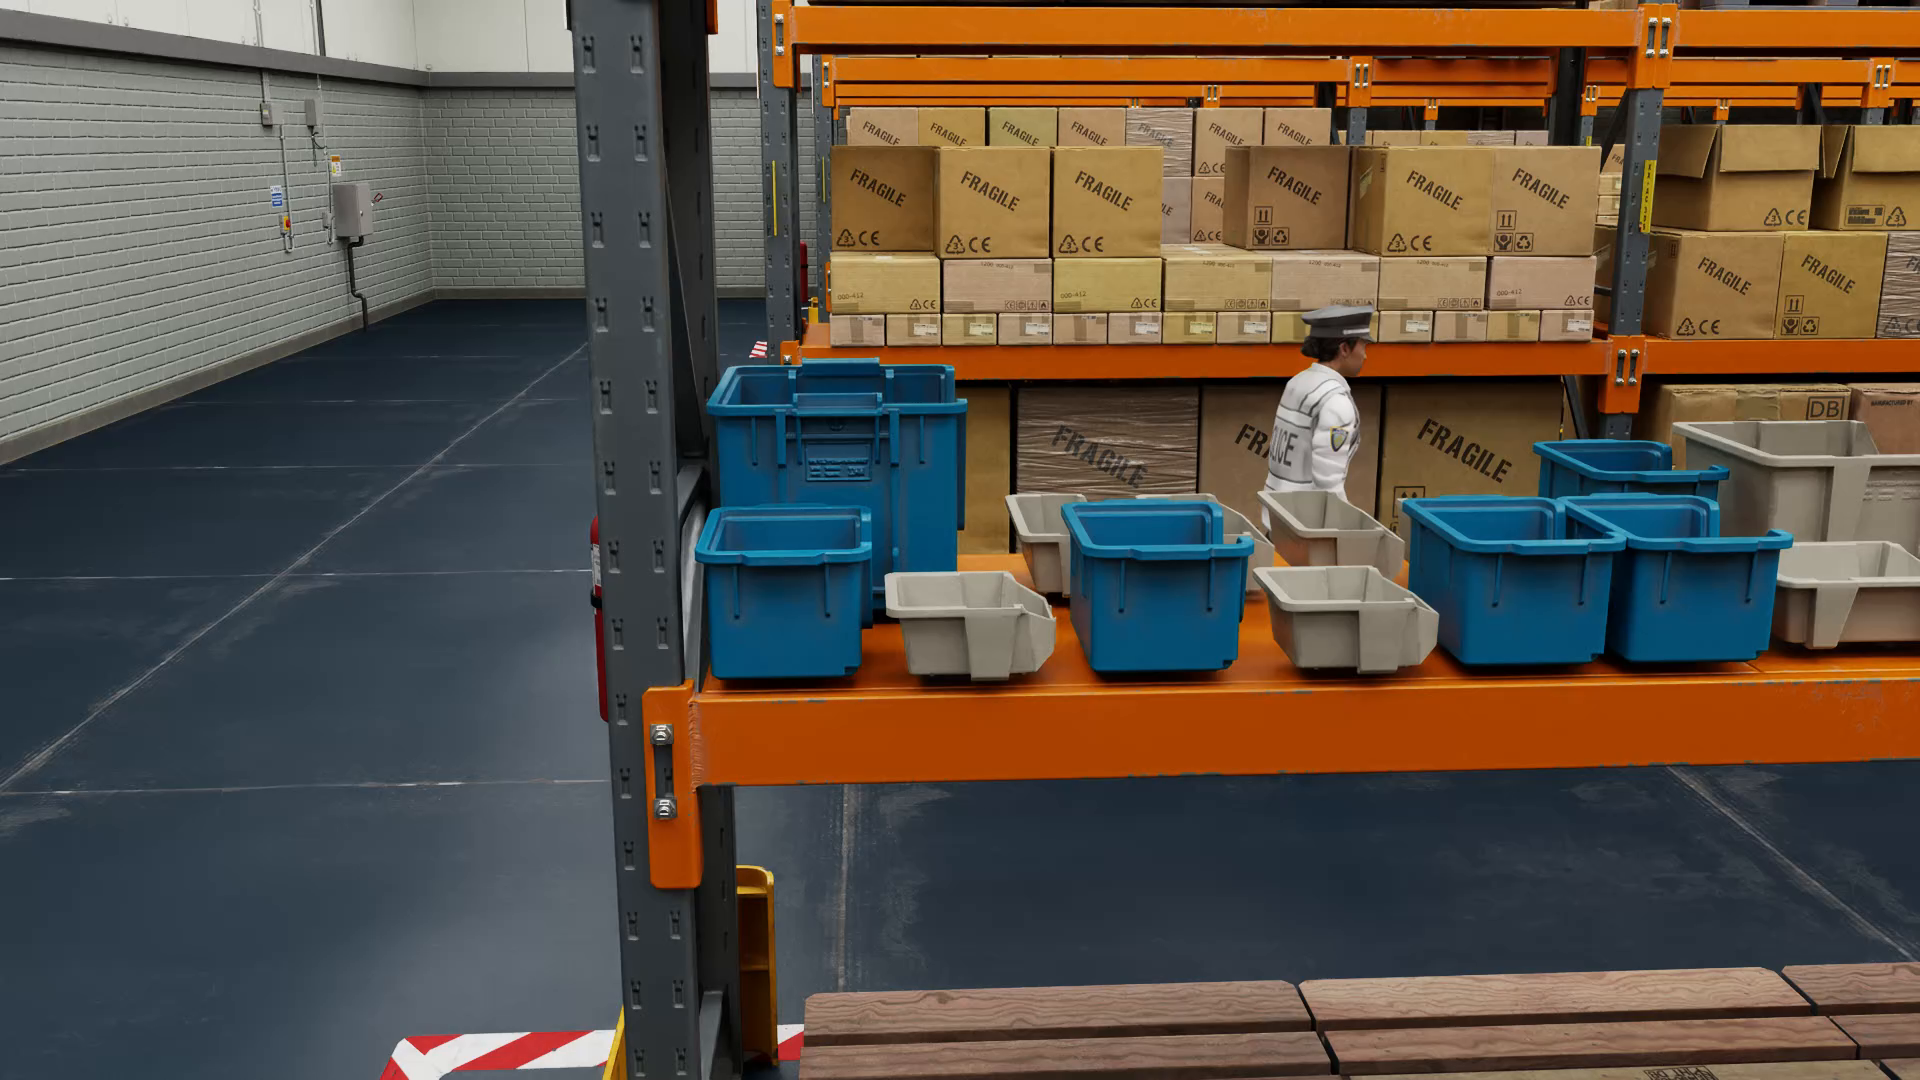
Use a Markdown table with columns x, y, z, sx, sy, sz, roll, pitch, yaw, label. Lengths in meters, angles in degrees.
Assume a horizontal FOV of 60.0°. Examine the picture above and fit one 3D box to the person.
| x | y | z | sx | sy | sz | roll | pitch | yaw | label |
| --- | --- | --- | --- | --- | --- | --- | --- | --- | --- |
| 1.298 | -0.020 | 6.070 | 0.369 | 1.663 | 0.518 | -1 | 14 | -5 | person |
